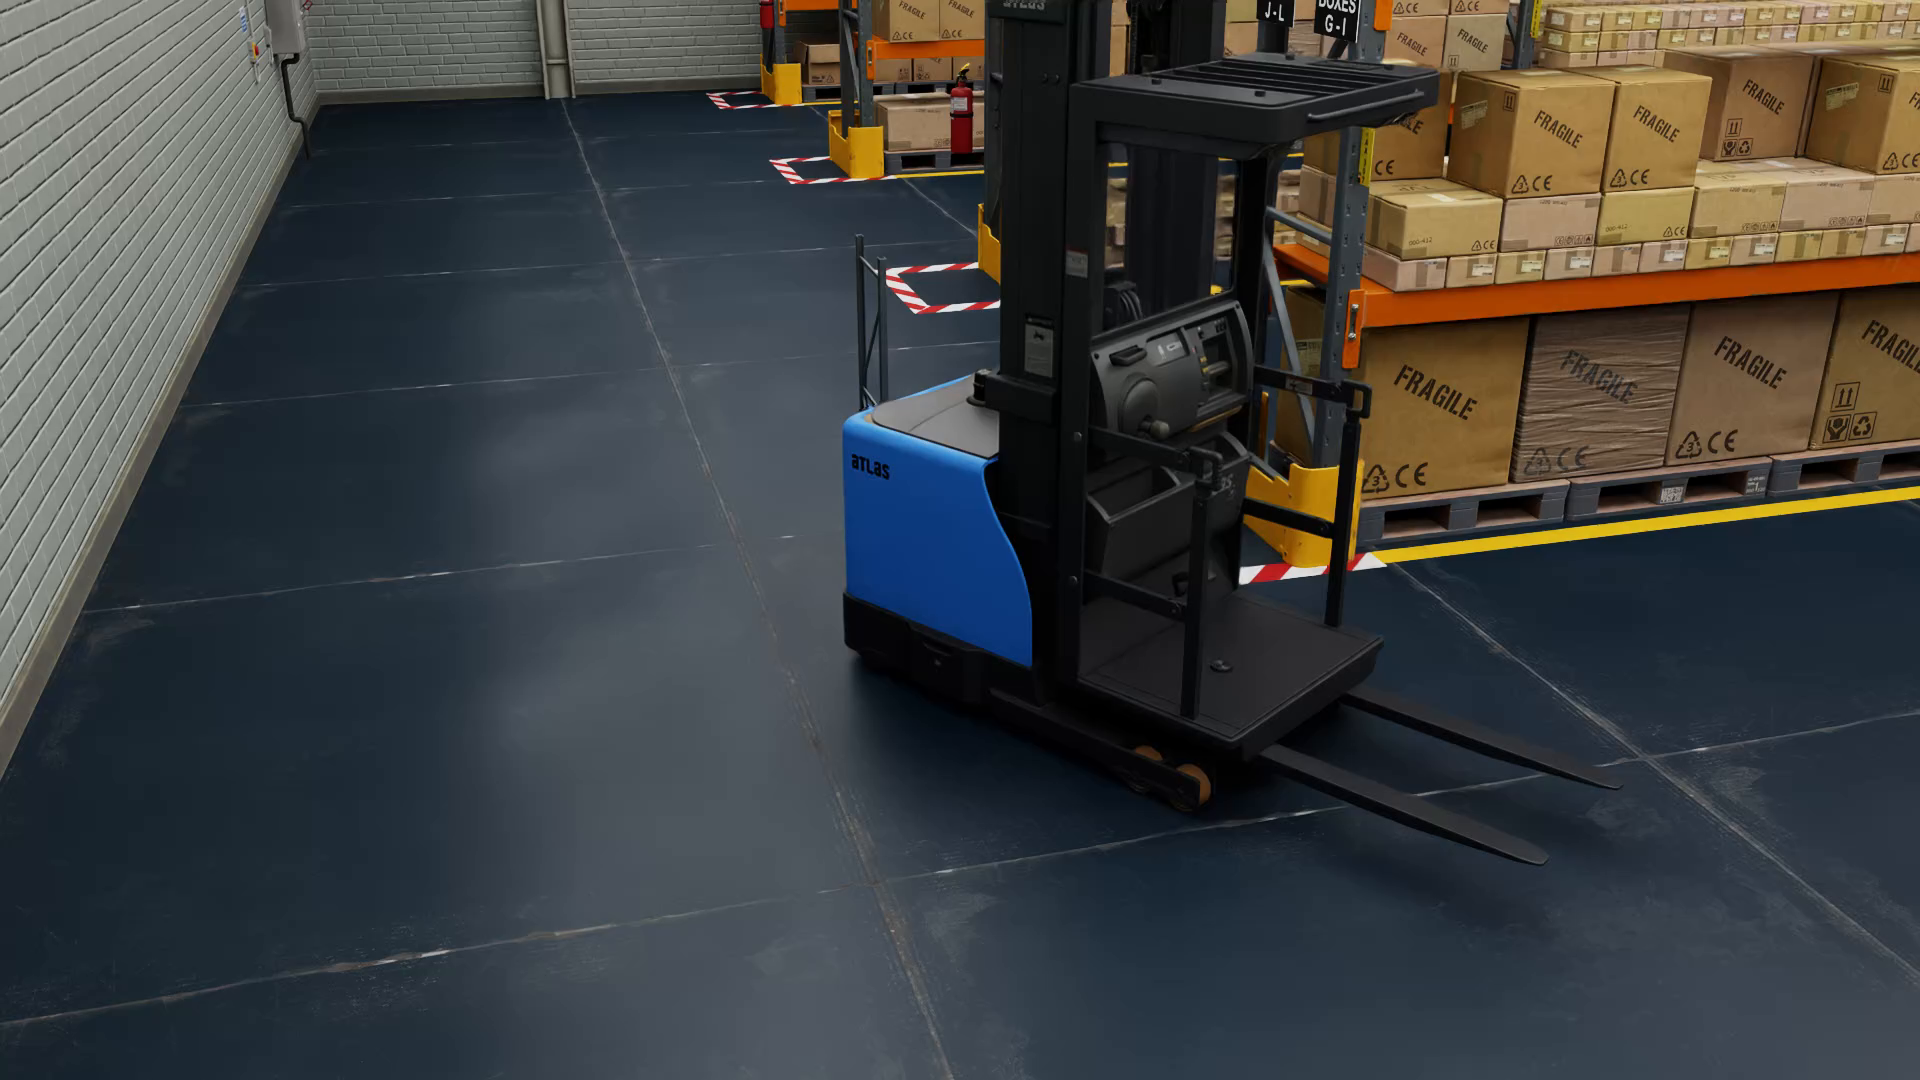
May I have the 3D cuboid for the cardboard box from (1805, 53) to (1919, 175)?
[{"bbox_3d":[4.620,-2.117,8.242,0.500,0.500,0.500,-6,24,-14],"label":"cardboard box"}]

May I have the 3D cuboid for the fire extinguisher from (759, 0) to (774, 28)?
[{"bbox_3d":[-2.415,-6.730,20.700,0.183,0.674,0.296,-6,24,-14],"label":"fire extinguisher"}]

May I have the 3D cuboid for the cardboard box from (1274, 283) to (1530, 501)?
[{"bbox_3d":[2.217,-0.796,8.463,0.875,0.875,0.875,-6,24,-14],"label":"cardboard box"}]

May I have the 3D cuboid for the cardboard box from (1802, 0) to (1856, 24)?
[{"bbox_3d":[6.984,-4.268,13.424,0.250,0.149,0.380,-6,24,-13],"label":"cardboard box"}]

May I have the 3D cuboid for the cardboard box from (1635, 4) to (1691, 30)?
[{"bbox_3d":[5.490,-4.103,13.040,0.250,0.149,0.380,-7,24,-15],"label":"cardboard box"}]

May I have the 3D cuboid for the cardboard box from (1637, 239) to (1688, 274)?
[{"bbox_3d":[3.291,-1.416,8.065,0.250,0.149,0.380,-7,24,-15],"label":"cardboard box"}]

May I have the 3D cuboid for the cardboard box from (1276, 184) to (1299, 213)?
[{"bbox_3d":[2.454,-2.669,12.994,0.250,0.149,0.380,-6,24,-14],"label":"cardboard box"}]

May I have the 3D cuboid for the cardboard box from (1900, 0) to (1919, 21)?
[{"bbox_3d":[7.735,-4.352,13.619,0.250,0.149,0.380,-7,24,-16],"label":"cardboard box"}]

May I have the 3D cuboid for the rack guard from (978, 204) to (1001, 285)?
[{"bbox_3d":[0.453,-2.234,12.823,0.348,0.500,1.175,-6,24,-14],"label":"rack guard"}]

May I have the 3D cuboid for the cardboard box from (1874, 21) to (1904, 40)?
[{"bbox_3d":[7.474,-4.187,13.612,0.250,0.149,0.380,-5,24,-12],"label":"cardboard box"}]

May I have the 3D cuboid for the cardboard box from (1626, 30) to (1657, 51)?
[{"bbox_3d":[5.232,-3.939,13.034,0.250,0.149,0.380,-6,24,-13],"label":"cardboard box"}]

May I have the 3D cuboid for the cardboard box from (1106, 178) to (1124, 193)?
[{"bbox_3d":[1.294,-2.765,13.217,0.250,0.149,0.380,-7,24,-16],"label":"cardboard box"}]

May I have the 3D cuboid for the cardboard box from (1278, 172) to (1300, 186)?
[{"bbox_3d":[2.580,-2.854,13.425,0.250,0.149,0.380,-7,24,-17],"label":"cardboard box"}]

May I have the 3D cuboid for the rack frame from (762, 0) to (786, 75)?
[{"bbox_3d":[-2.399,-7.128,21.057,0.127,3.000,1.000,-6,24,-14],"label":"rack frame"}]

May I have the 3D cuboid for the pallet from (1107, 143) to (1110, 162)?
[{"bbox_3d":[0.867,-4.205,17.783,1.213,0.211,1.003,-6,24,-14],"label":"pallet"}]

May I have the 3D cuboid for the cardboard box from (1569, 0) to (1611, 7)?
[{"bbox_3d":[5.073,-4.324,13.556,0.250,0.149,0.380,-7,24,-16],"label":"cardboard box"}]

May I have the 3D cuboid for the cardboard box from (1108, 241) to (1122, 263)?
[{"bbox_3d":[1.201,-2.251,12.775,0.250,0.149,0.380,-6,24,-15],"label":"cardboard box"}]

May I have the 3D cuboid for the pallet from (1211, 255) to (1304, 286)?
[{"bbox_3d":[2.418,-2.303,13.350,1.213,0.211,1.003,-6,24,-14],"label":"pallet"}]

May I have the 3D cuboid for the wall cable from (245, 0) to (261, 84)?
[{"bbox_3d":[-6.477,-5.115,15.039,0.123,1.953,0.585,-6,24,-14],"label":"wall cable"}]

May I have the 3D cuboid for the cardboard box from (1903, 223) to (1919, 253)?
[{"bbox_3d":[4.774,-1.580,8.447,0.250,0.149,0.380,-7,24,-15],"label":"cardboard box"}]

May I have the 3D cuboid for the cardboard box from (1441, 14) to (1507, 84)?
[{"bbox_3d":[3.842,-3.825,12.856,0.500,0.500,0.500,-6,24,-14],"label":"cardboard box"}]

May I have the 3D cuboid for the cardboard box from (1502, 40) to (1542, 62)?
[{"bbox_3d":[4.560,-3.996,13.545,0.250,0.149,0.380,-7,24,-16],"label":"cardboard box"}]

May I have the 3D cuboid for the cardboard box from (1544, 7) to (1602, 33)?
[{"bbox_3d":[4.735,-4.019,12.845,0.250,0.149,0.380,-5,24,-12],"label":"cardboard box"}]

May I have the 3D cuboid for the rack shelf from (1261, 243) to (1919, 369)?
[{"bbox_3d":[3.548,-1.364,8.536,4.000,0.370,1.077,-6,24,-14],"label":"rack shelf"}]

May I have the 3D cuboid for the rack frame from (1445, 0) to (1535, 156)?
[{"bbox_3d":[4.232,-3.801,13.304,0.127,3.000,1.000,-6,24,-14],"label":"rack frame"}]

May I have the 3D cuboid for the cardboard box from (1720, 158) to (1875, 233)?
[{"bbox_3d":[4.131,-1.718,8.262,0.500,0.250,0.500,-6,24,-13],"label":"cardboard box"}]

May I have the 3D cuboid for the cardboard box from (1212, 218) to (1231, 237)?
[{"bbox_3d":[1.951,-2.471,12.910,0.250,0.149,0.380,-7,24,-17],"label":"cardboard box"}]

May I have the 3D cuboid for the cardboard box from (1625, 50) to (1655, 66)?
[{"bbox_3d":[5.242,-3.803,13.094,0.250,0.149,0.380,-6,24,-14],"label":"cardboard box"}]

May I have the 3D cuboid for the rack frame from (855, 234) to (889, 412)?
[{"bbox_3d":[-0.407,-0.644,7.849,0.032,1.500,0.500,-6,24,-14],"label":"rack frame"}]

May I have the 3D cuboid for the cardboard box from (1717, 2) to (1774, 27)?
[{"bbox_3d":[6.238,-4.187,13.237,0.250,0.149,0.380,-6,24,-13],"label":"cardboard box"}]

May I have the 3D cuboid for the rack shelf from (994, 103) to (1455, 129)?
[{"bbox_3d":[2.306,-3.257,12.950,4.000,0.370,1.077,-6,24,-14],"label":"rack shelf"}]

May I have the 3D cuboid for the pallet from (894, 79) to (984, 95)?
[{"bbox_3d":[-0.386,-6.068,22.124,1.213,0.211,1.003,-6,24,-14],"label":"pallet"}]

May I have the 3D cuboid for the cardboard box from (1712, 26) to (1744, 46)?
[{"bbox_3d":[5.997,-4.024,13.233,0.250,0.149,0.380,-7,24,-15],"label":"cardboard box"}]

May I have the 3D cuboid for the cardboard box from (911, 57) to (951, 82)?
[{"bbox_3d":[-0.415,-6.296,21.756,0.500,0.500,0.500,-6,24,-13],"label":"cardboard box"}]

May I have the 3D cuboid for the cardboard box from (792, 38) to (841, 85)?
[{"bbox_3d":[-1.784,-6.203,21.535,0.637,0.503,0.797,-7,24,-16],"label":"cardboard box"}]

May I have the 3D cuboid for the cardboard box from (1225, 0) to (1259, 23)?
[{"bbox_3d":[1.875,-4.067,12.153,0.500,0.500,0.500,-7,24,-16],"label":"cardboard box"}]

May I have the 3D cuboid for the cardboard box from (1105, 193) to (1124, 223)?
[{"bbox_3d":[1.209,-2.533,12.678,0.250,0.149,0.380,-6,24,-13],"label":"cardboard box"}]

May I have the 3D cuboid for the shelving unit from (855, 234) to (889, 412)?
[{"bbox_3d":[0.082,-0.698,7.975,1.048,1.500,0.538,-6,24,-14],"label":"shelving unit"}]

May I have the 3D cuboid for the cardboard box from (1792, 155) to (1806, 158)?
[{"bbox_3d":[4.471,-1.973,8.858,0.500,0.250,0.500,-6,24,-15],"label":"cardboard box"}]

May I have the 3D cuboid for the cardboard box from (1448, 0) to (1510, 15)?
[{"bbox_3d":[3.852,-4.290,12.673,0.500,0.500,0.500,-7,24,-16],"label":"cardboard box"}]

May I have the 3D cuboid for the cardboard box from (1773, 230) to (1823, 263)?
[{"bbox_3d":[4.032,-1.498,8.255,0.250,0.149,0.380,-7,24,-15],"label":"cardboard box"}]

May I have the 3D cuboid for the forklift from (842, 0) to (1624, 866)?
[{"bbox_3d":[0.943,-0.606,5.945,3.031,2.935,1.130,19,30,38],"label":"forklift"}]

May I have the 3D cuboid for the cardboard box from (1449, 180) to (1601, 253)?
[{"bbox_3d":[2.657,-1.555,7.884,0.500,0.250,0.500,-7,24,-15],"label":"cardboard box"}]

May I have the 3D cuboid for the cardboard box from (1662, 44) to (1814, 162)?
[{"bbox_3d":[3.968,-2.259,8.572,0.500,0.500,0.500,-7,24,-16],"label":"cardboard box"}]

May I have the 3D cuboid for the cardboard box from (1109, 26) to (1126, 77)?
[{"bbox_3d":[0.887,-3.500,12.100,0.500,0.500,0.500,-5,24,-12],"label":"cardboard box"}]

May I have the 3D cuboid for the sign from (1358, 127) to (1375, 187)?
[{"bbox_3d":[1.767,-1.704,7.219,0.005,0.325,0.100,-6,24,-14],"label":"sign"}]

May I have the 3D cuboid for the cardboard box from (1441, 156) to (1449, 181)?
[{"bbox_3d":[2.506,-1.755,8.349,0.500,0.250,0.500,-7,24,-15],"label":"cardboard box"}]

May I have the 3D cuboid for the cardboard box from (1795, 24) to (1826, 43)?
[{"bbox_3d":[6.740,-4.106,13.423,0.250,0.149,0.380,-6,24,-15],"label":"cardboard box"}]

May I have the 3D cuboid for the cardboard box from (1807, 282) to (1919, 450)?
[{"bbox_3d":[4.817,-1.084,9.134,0.875,0.875,0.875,-6,24,-14],"label":"cardboard box"}]

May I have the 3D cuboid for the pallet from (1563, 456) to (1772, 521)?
[{"bbox_3d":[3.544,-0.443,9.015,1.213,0.211,1.003,-6,24,-14],"label":"pallet"}]

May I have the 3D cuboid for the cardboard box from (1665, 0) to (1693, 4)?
[{"bbox_3d":[5.820,-4.407,13.749,0.250,0.149,0.380,-7,24,-17],"label":"cardboard box"}]

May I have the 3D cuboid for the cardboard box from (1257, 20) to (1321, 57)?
[{"bbox_3d":[2.360,-3.671,12.498,0.500,0.500,0.500,-7,24,-16],"label":"cardboard box"}]

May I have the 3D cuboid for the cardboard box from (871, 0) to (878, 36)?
[{"bbox_3d":[-0.661,-5.441,17.000,0.500,0.500,0.500,-6,24,-14],"label":"cardboard box"}]

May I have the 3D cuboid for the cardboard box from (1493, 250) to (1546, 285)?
[{"bbox_3d":[2.547,-1.333,7.872,0.250,0.149,0.380,-7,24,-16],"label":"cardboard box"}]
